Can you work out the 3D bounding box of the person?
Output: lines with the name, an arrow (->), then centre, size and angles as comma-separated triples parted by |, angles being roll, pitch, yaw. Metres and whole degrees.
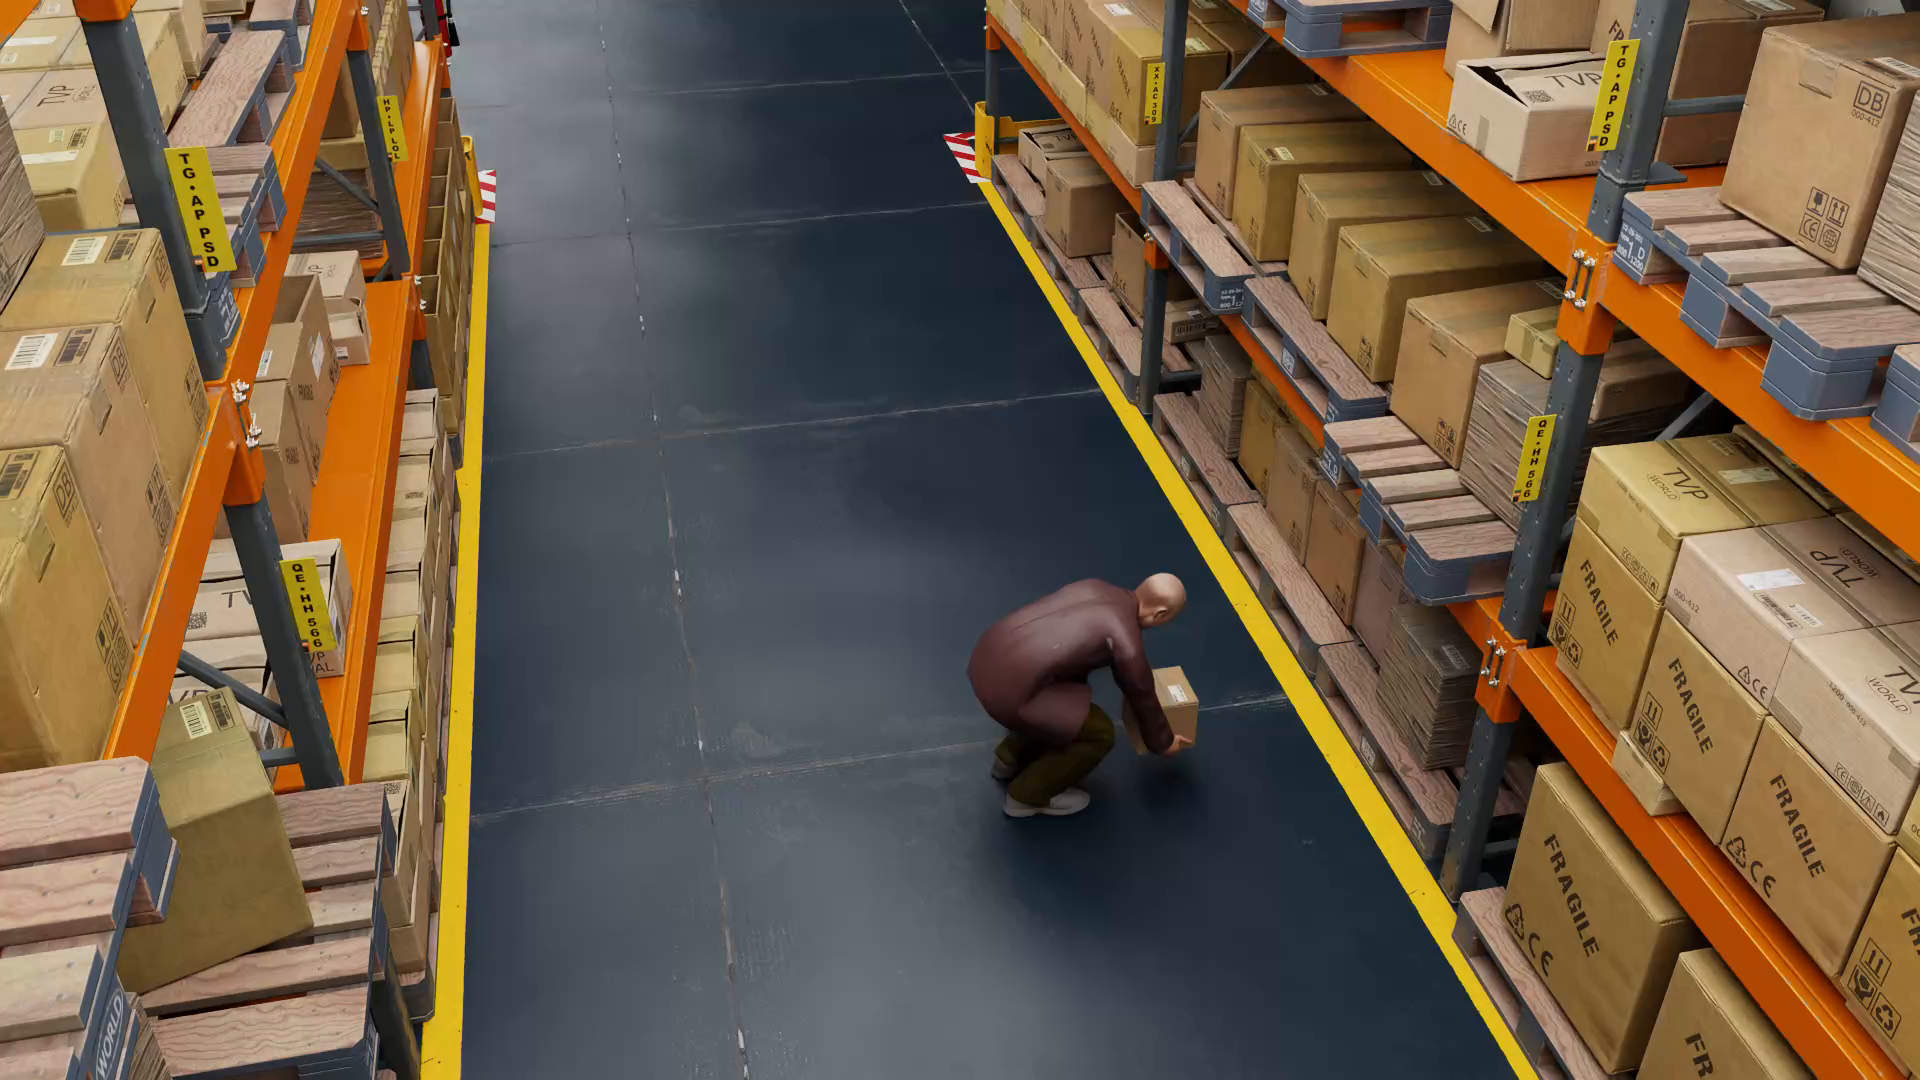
person -> 0.496, 0.628, 6.917 | 0.950, 1.001, 0.592 | -8, 35, -12
